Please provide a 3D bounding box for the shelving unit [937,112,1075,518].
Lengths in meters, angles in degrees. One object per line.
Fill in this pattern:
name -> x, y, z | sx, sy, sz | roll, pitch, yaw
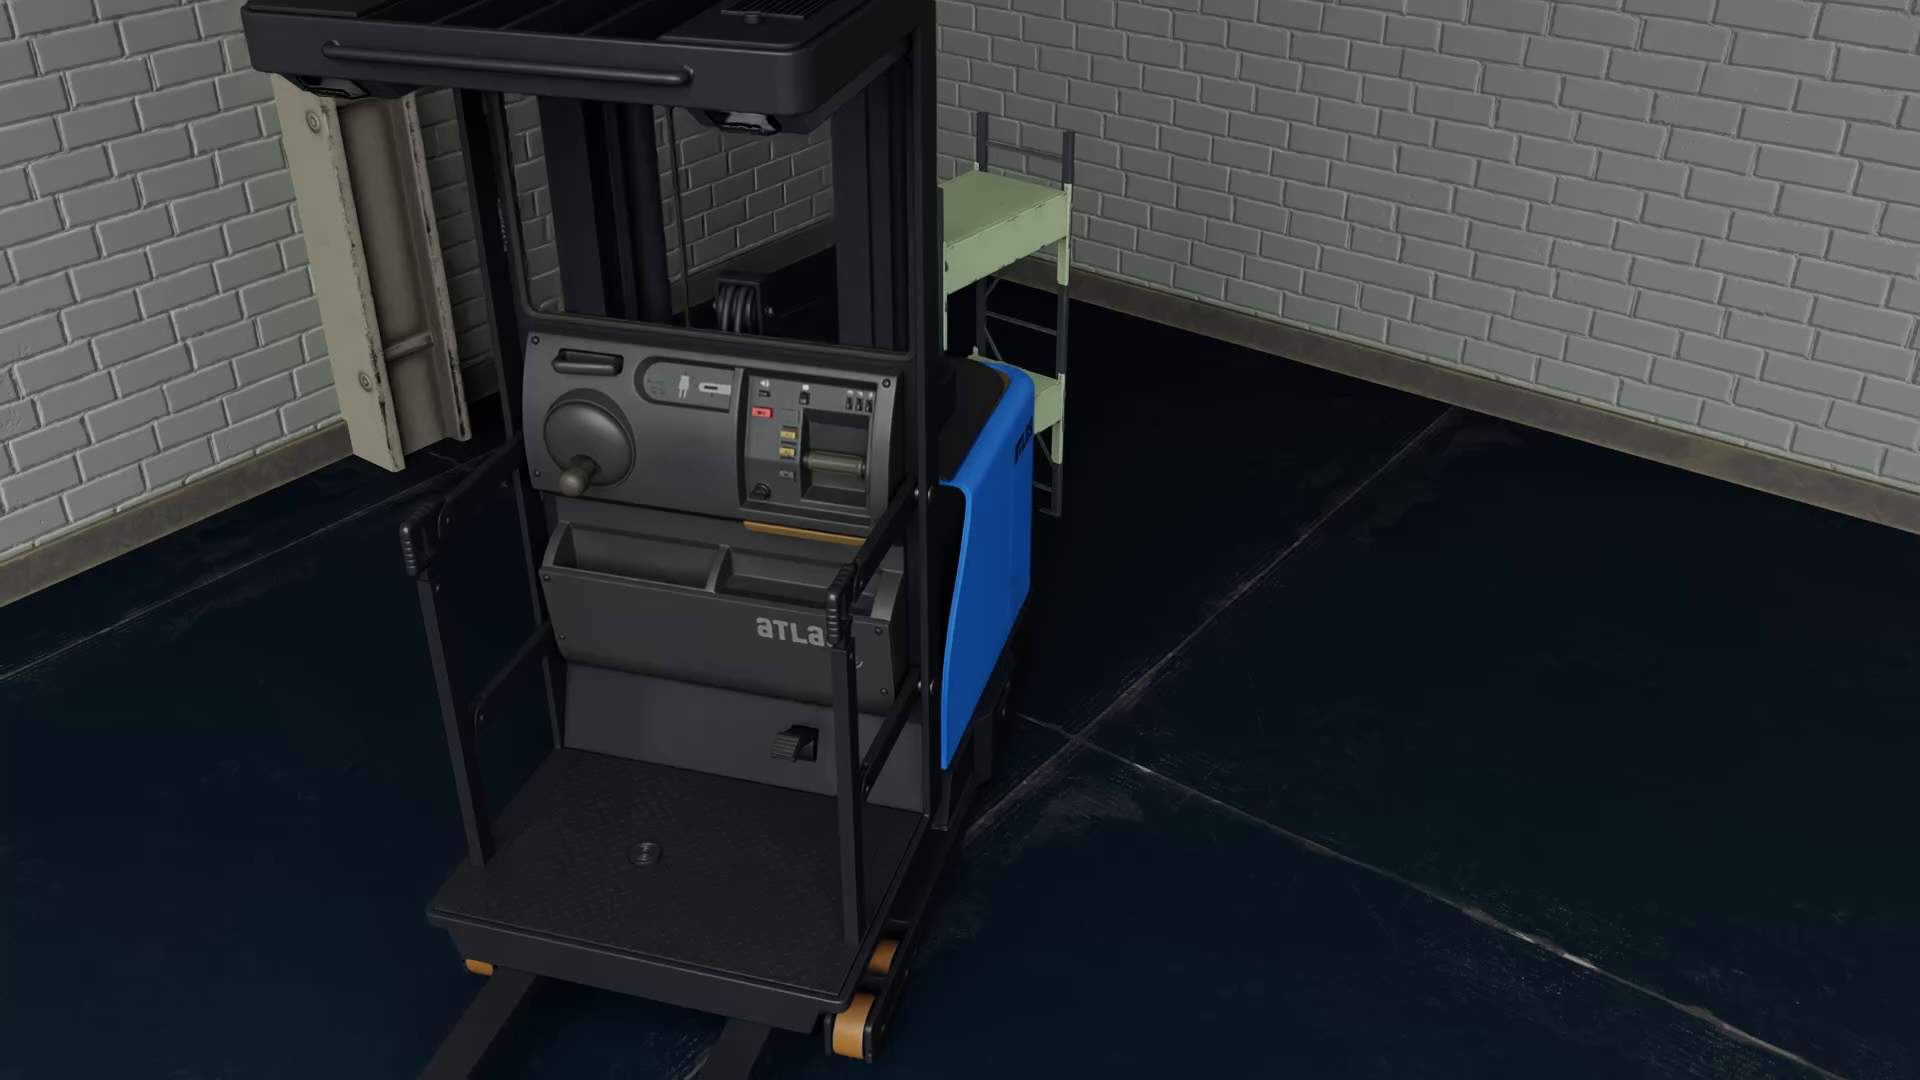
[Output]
shelving unit -> 0.004, -0.648, 5.872 | 0.431, 1.500, 0.755 | 21, 37, 31

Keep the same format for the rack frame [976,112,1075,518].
rack frame -> 0.225, -0.797, 6.123 | 0.400, 1.500, 0.023 | 21, 37, 31

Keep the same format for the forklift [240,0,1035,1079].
forklift -> -0.653, -0.209, 3.728 | 1.130, 2.935, 3.031 | 8, 32, 14

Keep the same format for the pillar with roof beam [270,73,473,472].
pillar with roof beam -> 1.149, -2.946, 2.394 | 9.100, 9.000, 0.400 | 21, 37, 31

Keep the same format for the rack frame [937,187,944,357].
rack frame -> -0.217, -0.499, 5.621 | 0.400, 1.500, 0.023 | 21, 37, 31

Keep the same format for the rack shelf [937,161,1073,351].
rack shelf -> 0.004, -0.984, 5.673 | 0.431, 0.370, 0.720 | 21, 37, 31

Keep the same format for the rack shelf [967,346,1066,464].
rack shelf -> 0.004, -0.367, 6.038 | 0.431, 0.370, 0.720 | 21, 37, 31
